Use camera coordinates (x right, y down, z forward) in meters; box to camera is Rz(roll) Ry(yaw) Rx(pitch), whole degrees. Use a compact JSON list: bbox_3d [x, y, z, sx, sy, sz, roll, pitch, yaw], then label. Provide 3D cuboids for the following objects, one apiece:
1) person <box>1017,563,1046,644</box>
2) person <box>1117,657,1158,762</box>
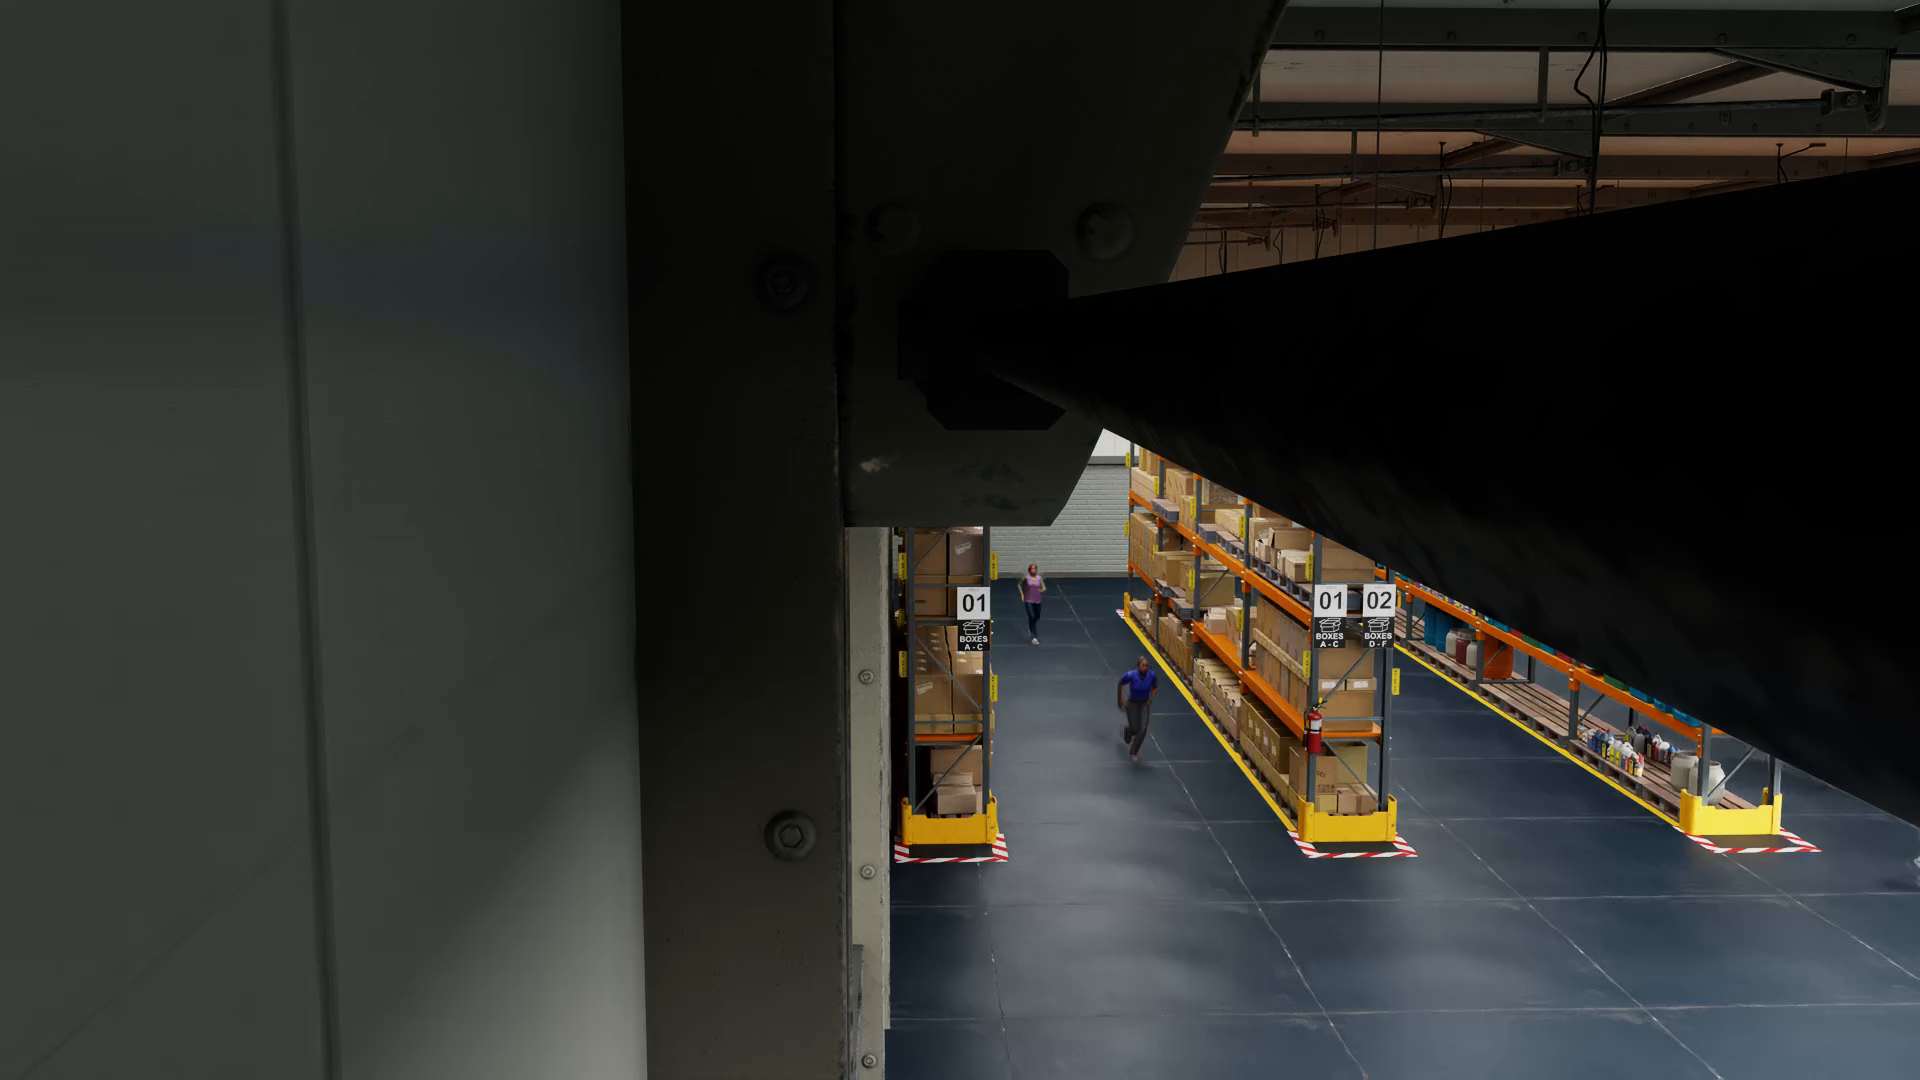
[{"bbox_3d":[1.457,1.253,33.400,0.539,1.578,0.891,-2,8,-14],"label":"person"},{"bbox_3d":[2.599,2.453,24.409,0.565,1.591,0.706,-2,8,-16],"label":"person"}]
